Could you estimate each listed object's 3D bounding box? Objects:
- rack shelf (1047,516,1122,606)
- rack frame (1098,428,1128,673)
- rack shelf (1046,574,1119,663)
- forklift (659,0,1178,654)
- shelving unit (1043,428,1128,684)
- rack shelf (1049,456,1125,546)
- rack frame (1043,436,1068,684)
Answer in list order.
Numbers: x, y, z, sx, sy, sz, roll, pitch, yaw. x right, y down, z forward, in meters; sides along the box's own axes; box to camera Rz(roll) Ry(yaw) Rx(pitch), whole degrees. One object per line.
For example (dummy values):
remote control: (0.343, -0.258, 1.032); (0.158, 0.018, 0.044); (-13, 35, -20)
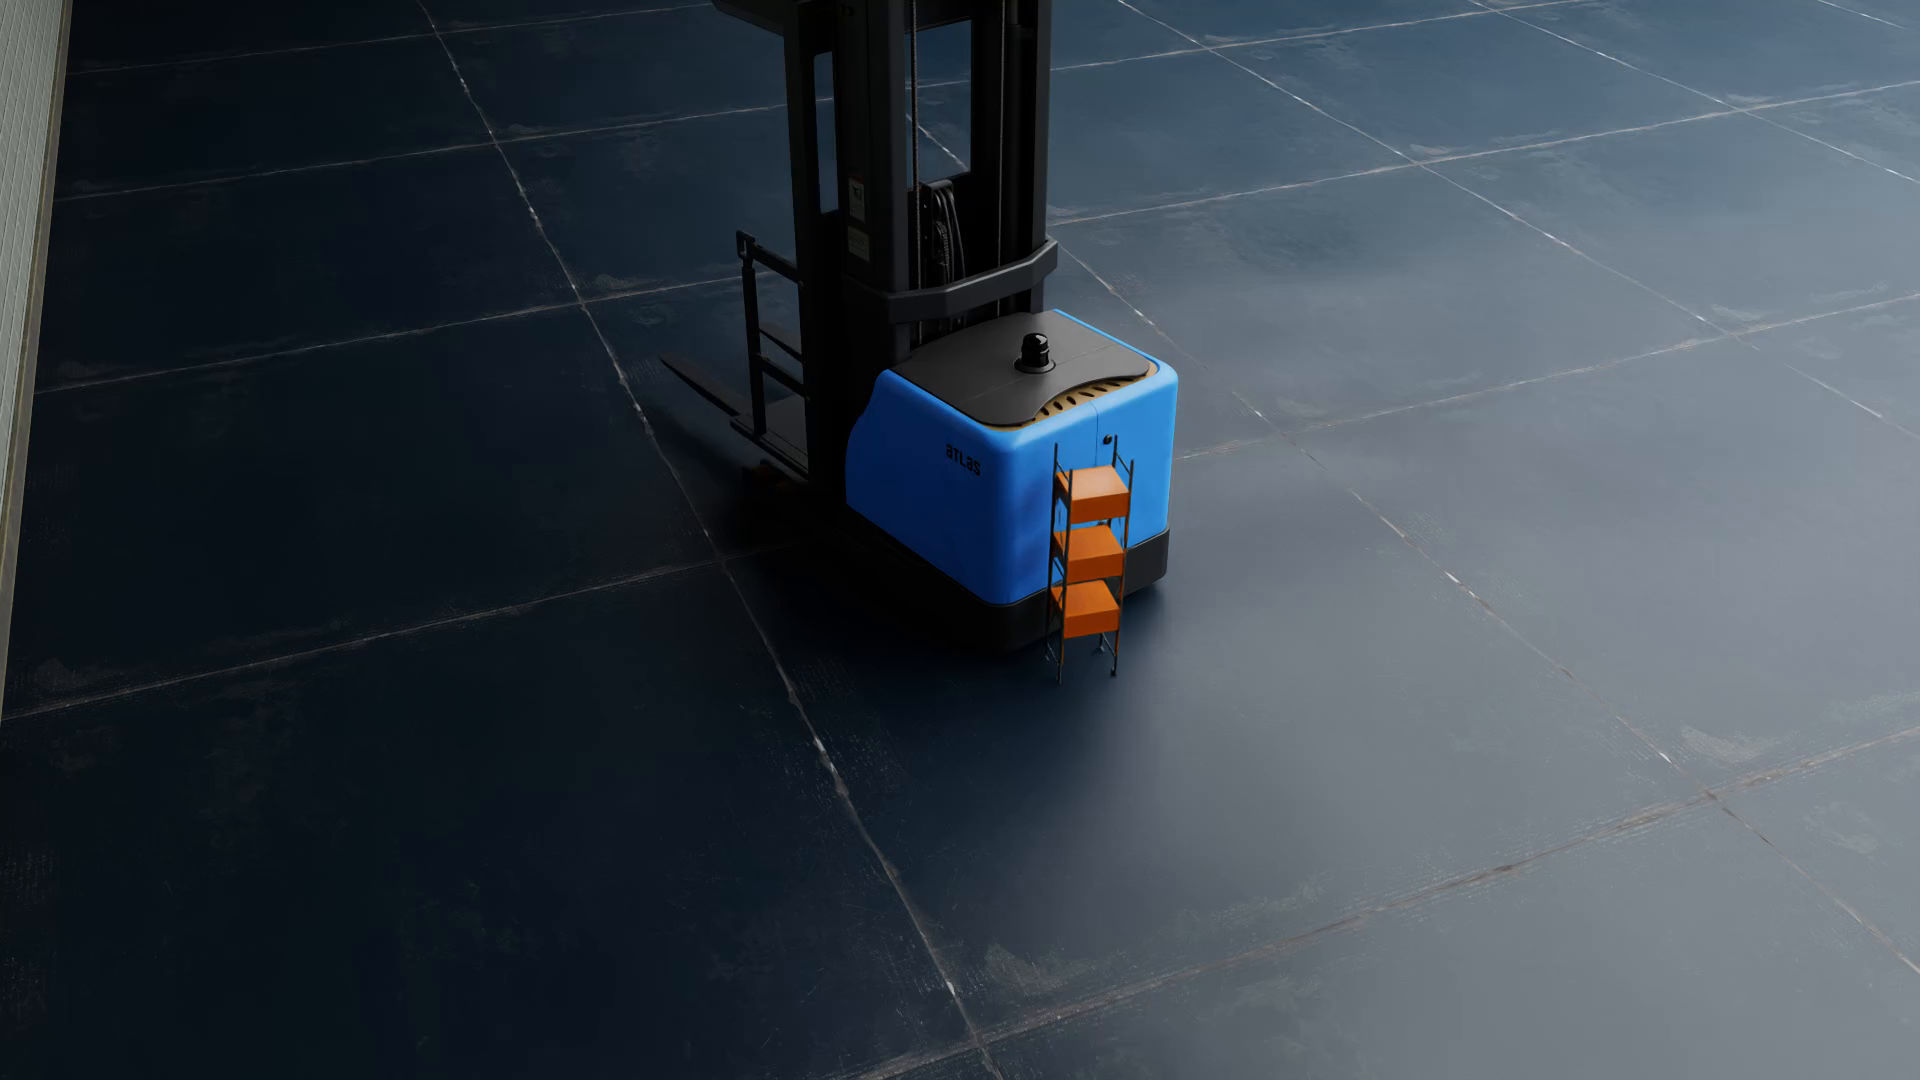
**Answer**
rack shelf: (0.495, 0.084, 6.673); (0.240, 0.259, 0.215); (-9, 33, -14)
rack frame: (0.612, 0.056, 6.696); (0.008, 1.050, 0.200); (-9, 33, -14)
rack shelf: (0.497, 0.320, 6.820); (0.240, 0.259, 0.215); (-9, 33, -14)
forklift: (-0.394, -1.495, 7.360); (1.130, 2.935, 3.031); (-24, 40, -32)
shelving unit: (0.495, 0.075, 6.667); (0.252, 1.050, 0.215); (-9, 33, -14)
rack shelf: (0.494, -0.156, 6.522); (0.240, 0.259, 0.215); (-9, 33, -14)
rack frame: (0.378, 0.094, 6.638); (0.008, 1.050, 0.200); (-9, 33, -14)
